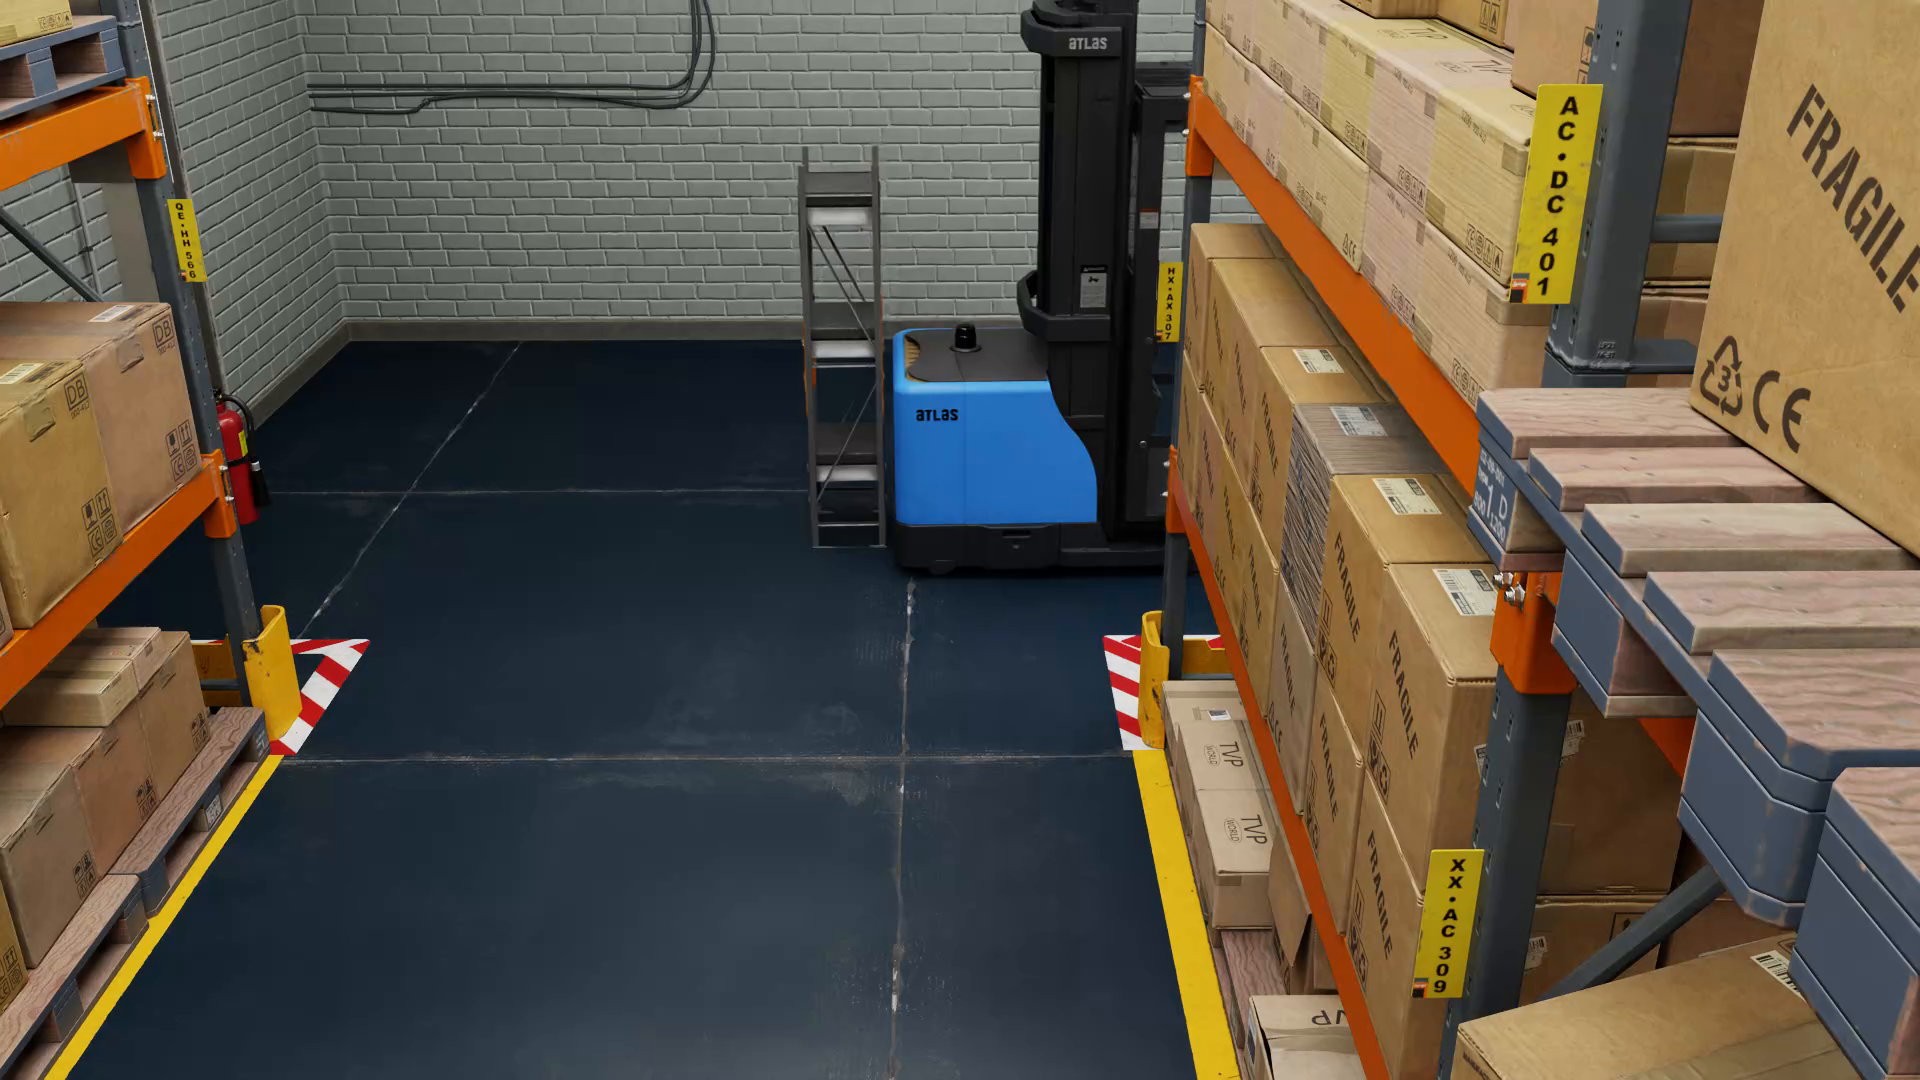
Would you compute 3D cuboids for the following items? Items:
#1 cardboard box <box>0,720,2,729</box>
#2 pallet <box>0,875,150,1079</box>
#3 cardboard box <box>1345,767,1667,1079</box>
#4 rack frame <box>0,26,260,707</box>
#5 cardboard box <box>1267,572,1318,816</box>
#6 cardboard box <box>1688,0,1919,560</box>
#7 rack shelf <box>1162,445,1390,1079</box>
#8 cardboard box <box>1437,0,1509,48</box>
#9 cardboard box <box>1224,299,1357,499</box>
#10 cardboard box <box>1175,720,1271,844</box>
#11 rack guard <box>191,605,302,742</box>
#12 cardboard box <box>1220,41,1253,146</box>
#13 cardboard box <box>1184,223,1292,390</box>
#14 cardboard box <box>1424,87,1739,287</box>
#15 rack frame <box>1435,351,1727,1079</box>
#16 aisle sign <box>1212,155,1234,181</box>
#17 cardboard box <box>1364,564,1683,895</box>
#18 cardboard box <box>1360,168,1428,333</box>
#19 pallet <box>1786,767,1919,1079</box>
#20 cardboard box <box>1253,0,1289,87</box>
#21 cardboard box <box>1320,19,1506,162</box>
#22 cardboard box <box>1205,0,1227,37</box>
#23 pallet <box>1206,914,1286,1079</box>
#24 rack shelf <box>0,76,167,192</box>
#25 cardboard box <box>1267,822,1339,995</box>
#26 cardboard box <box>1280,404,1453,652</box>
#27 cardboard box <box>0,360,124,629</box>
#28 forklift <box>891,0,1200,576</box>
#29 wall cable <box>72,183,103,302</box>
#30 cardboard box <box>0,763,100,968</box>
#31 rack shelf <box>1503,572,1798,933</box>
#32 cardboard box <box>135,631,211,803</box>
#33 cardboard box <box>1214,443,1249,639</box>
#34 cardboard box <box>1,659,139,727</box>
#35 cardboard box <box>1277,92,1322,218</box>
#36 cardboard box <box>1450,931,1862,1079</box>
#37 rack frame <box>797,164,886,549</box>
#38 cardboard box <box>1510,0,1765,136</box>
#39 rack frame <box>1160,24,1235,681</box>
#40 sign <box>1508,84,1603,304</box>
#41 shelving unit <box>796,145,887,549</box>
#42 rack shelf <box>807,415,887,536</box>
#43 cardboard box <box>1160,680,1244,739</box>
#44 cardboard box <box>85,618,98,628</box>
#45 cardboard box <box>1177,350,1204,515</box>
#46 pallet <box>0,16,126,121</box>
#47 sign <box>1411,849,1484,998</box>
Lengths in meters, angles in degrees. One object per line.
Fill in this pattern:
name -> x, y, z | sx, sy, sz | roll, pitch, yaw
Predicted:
cardboard box -> -3.653, 0.664, 5.878 | 0.380, 0.149, 0.250 | 0, 24, 0
pallet -> -3.471, 1.564, 5.536 | 1.003, 0.211, 1.213 | 0, 24, -1
cardboard box -> 1.167, 0.837, 3.638 | 0.500, 0.500, 0.500 | 0, 24, 0
rack frame -> -3.568, -0.537, 6.798 | 1.000, 3.000, 0.127 | 0, 24, -1
cardboard box -> 1.152, 0.413, 4.576 | 0.500, 0.500, 0.500 | 0, 24, 1
cardboard box -> 1.361, -0.354, 2.000 | 0.600, 0.600, 0.600 | -3, 24, -6
rack shelf -> 1.407, 0.591, 5.176 | 1.077, 0.370, 4.000 | 0, 24, -1
cardboard box -> 1.510, -1.393, 3.716 | 0.700, 0.500, 0.500 | 0, 24, -1
cardboard box -> 1.140, -0.456, 5.285 | 0.500, 0.500, 0.500 | 0, 24, 0
cardboard box -> 1.113, 0.923, 6.372 | 0.500, 0.250, 0.500 | 0, 24, -1
rack guard -> -3.568, 0.592, 7.335 | 1.175, 0.500, 0.348 | 0, 24, -1
cardboard box -> 1.129, -1.440, 5.337 | 0.500, 0.250, 0.500 | 0, 24, -1
cardboard box -> 1.126, -0.878, 6.217 | 0.500, 0.500, 0.500 | 0, 24, 1
cardboard box -> 1.152, -0.638, 2.956 | 0.500, 0.250, 0.500 | 0, 24, -1
rack frame -> 1.429, 1.087, 3.206 | 1.000, 3.000, 0.127 | 0, 24, -1
aisle sign -> 1.091, -1.772, 6.374 | 0.394, 0.787, 0.004 | 0, 24, -1
cardboard box -> 1.164, 0.379, 3.437 | 0.500, 0.500, 0.500 | 0, 24, 0
cardboard box -> 1.163, -0.616, 3.515 | 0.500, 0.250, 0.500 | 0, 24, -1
pallet -> 1.380, 0.503, 1.087 | 1.213, 0.211, 1.003 | 0, 24, -1
cardboard box -> 1.141, -1.462, 4.778 | 0.500, 0.250, 0.500 | 0, 24, -1
cardboard box -> 1.147, -1.050, 3.867 | 0.500, 0.250, 0.500 | 0, 24, -1
cardboard box -> 1.130, -1.874, 5.689 | 0.500, 0.250, 0.500 | 0, 24, -1
pallet -> 1.406, 1.571, 5.521 | 1.003, 0.211, 1.213 | 0, 24, -1
rack shelf -> -3.546, -0.752, 4.506 | 1.077, 0.370, 4.000 | 0, 24, -1
cardboard box -> 1.403, 1.250, 5.341 | 0.797, 0.503, 0.637 | 0, 24, -1
cardboard box -> 1.151, -0.040, 4.363 | 0.500, 0.500, 0.500 | 0, 24, 0
cardboard box -> -3.534, -0.164, 5.608 | 0.980, 0.700, 0.700 | 0, 24, -1
forklift -> 1.145, -1.365, 8.711 | 3.031, 2.935, 1.130 | -1, 24, -2
wall cable -> -4.528, -1.523, 7.745 | 0.084, 1.984, 1.851 | 0, 24, -1
cardboard box -> -3.449, 1.112, 5.675 | 0.700, 0.500, 0.500 | -1, 24, -2
rack shelf -> 1.451, 0.873, 0.914 | 1.077, 0.370, 4.000 | 0, 24, -1
cardboard box -> -3.461, 0.698, 6.589 | 0.700, 0.500, 0.500 | 0, 24, -1
cardboard box -> 1.140, -0.003, 5.495 | 0.500, 0.500, 0.500 | 0, 24, -1
cardboard box -> -3.273, 0.560, 6.108 | 0.380, 0.149, 0.250 | 0, 24, 1
cardboard box -> 1.148, -1.028, 4.426 | 0.500, 0.250, 0.500 | 0, 24, -1
cardboard box -> 1.210, 1.047, 2.665 | 0.700, 0.500, 0.500 | -9, 26, -18
rack frame -> -0.609, -0.912, 8.719 | 0.400, 2.100, 0.015 | -1, 24, -2
cardboard box -> 1.385, -0.981, 2.804 | 0.700, 0.500, 0.500 | 0, 24, -1
rack frame -> 1.385, -0.561, 6.850 | 1.000, 3.000, 0.127 | 0, 24, -1
sign -> 0.886, -0.509, 2.469 | 0.100, 0.325, 0.005 | 0, 24, -1
shelving unit -> -0.621, -1.013, 8.941 | 0.431, 2.100, 0.503 | -1, 24, -2
rack shelf -> -0.621, -0.362, 9.235 | 0.431, 0.518, 0.480 | -1, 24, -2
cardboard box -> 1.046, 0.712, 6.962 | 0.380, 0.149, 0.250 | 0, 24, -1
cardboard box -> -3.662, 0.352, 6.568 | 0.380, 0.149, 0.250 | 0, 24, 0
cardboard box -> 1.126, -0.422, 6.423 | 0.500, 0.500, 0.500 | 0, 24, 1
pallet -> -3.550, -1.558, 5.522 | 1.003, 0.211, 1.213 | 0, 24, -1
sign -> 0.886, 0.698, 3.015 | 0.100, 0.325, 0.005 | 0, 24, -1
